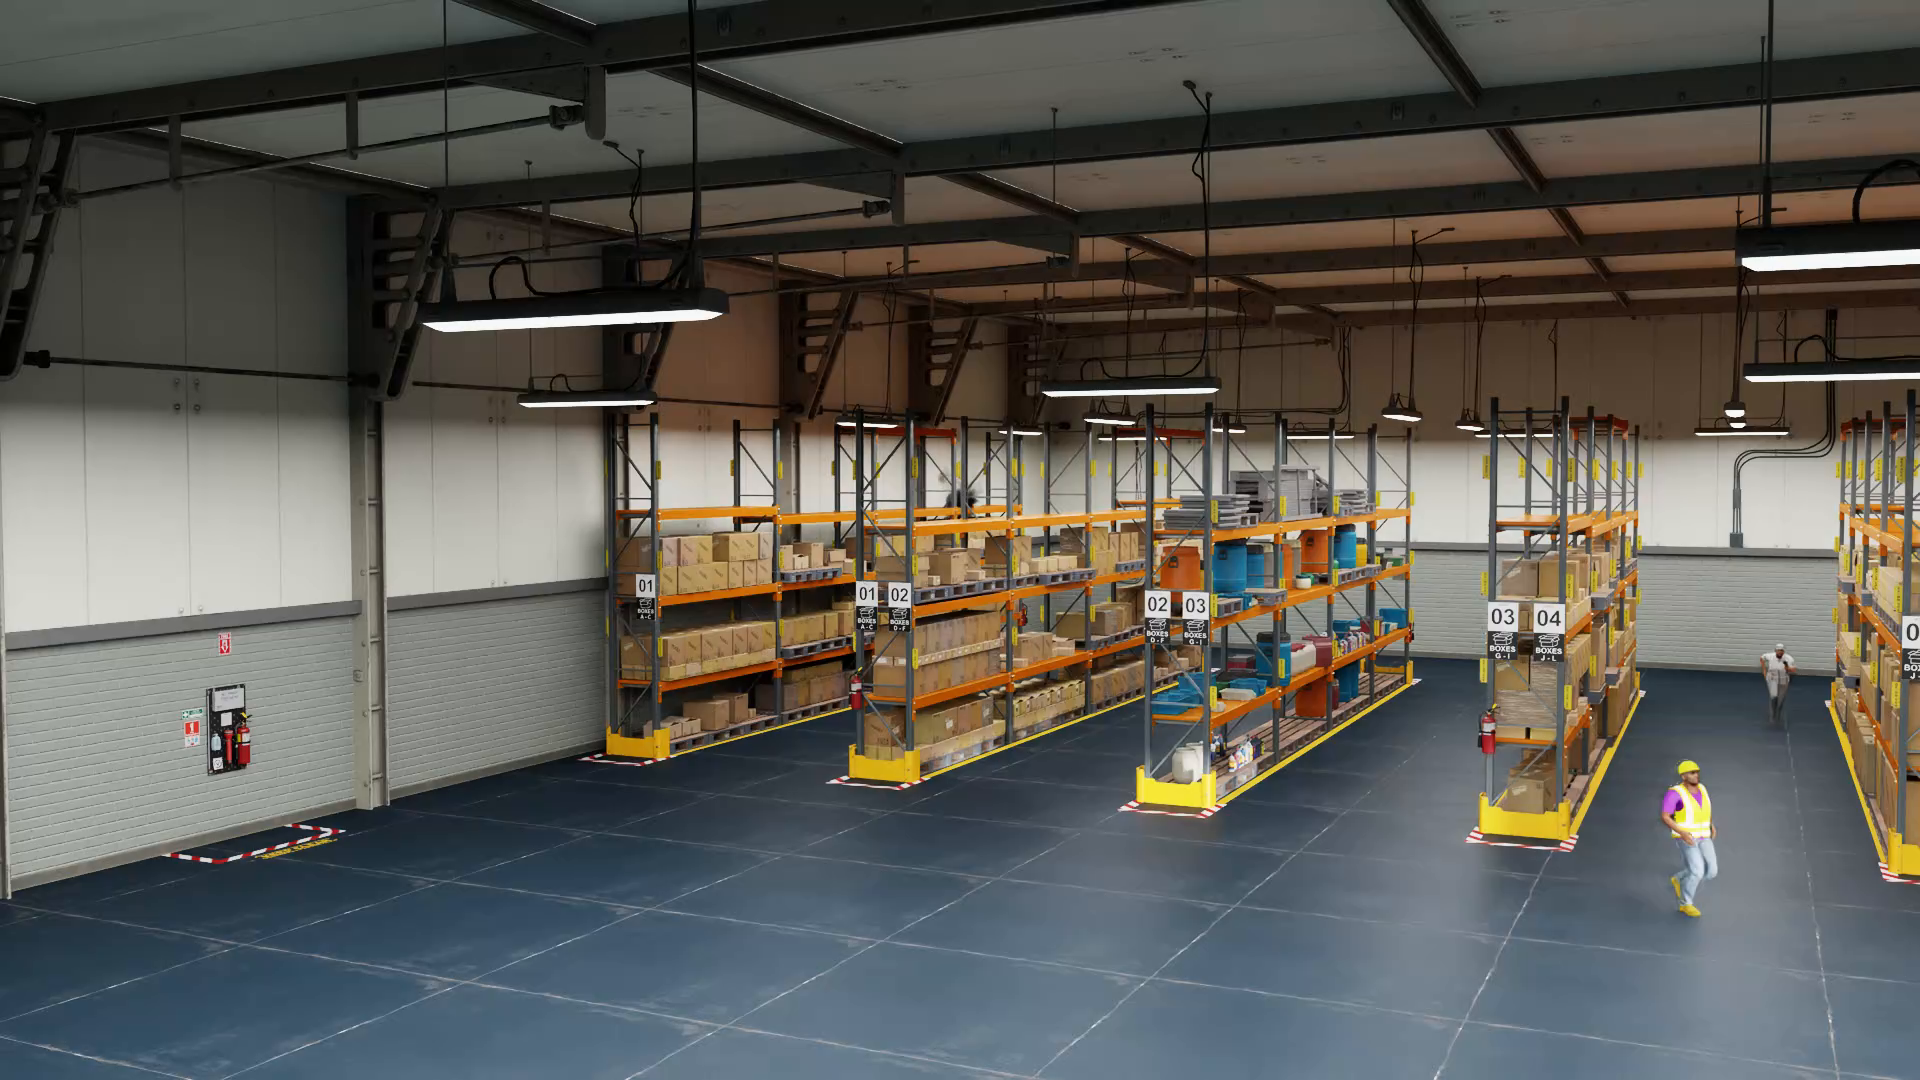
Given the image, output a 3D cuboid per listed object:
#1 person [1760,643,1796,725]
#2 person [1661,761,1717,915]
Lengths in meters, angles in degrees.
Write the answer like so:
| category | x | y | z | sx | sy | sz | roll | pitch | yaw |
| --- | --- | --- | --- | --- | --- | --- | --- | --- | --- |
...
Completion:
| category | x | y | z | sx | sy | sz | roll | pitch | yaw |
| --- | --- | --- | --- | --- | --- | --- | --- | --- | --- |
| person | 16.054 | 2.816 | 32.645 | 0.594 | 1.619 | 0.880 | 1 | 3 | 17 |
| person | 8.253 | 3.352 | 18.792 | 0.699 | 1.728 | 0.535 | -1 | 3 | -22 |
